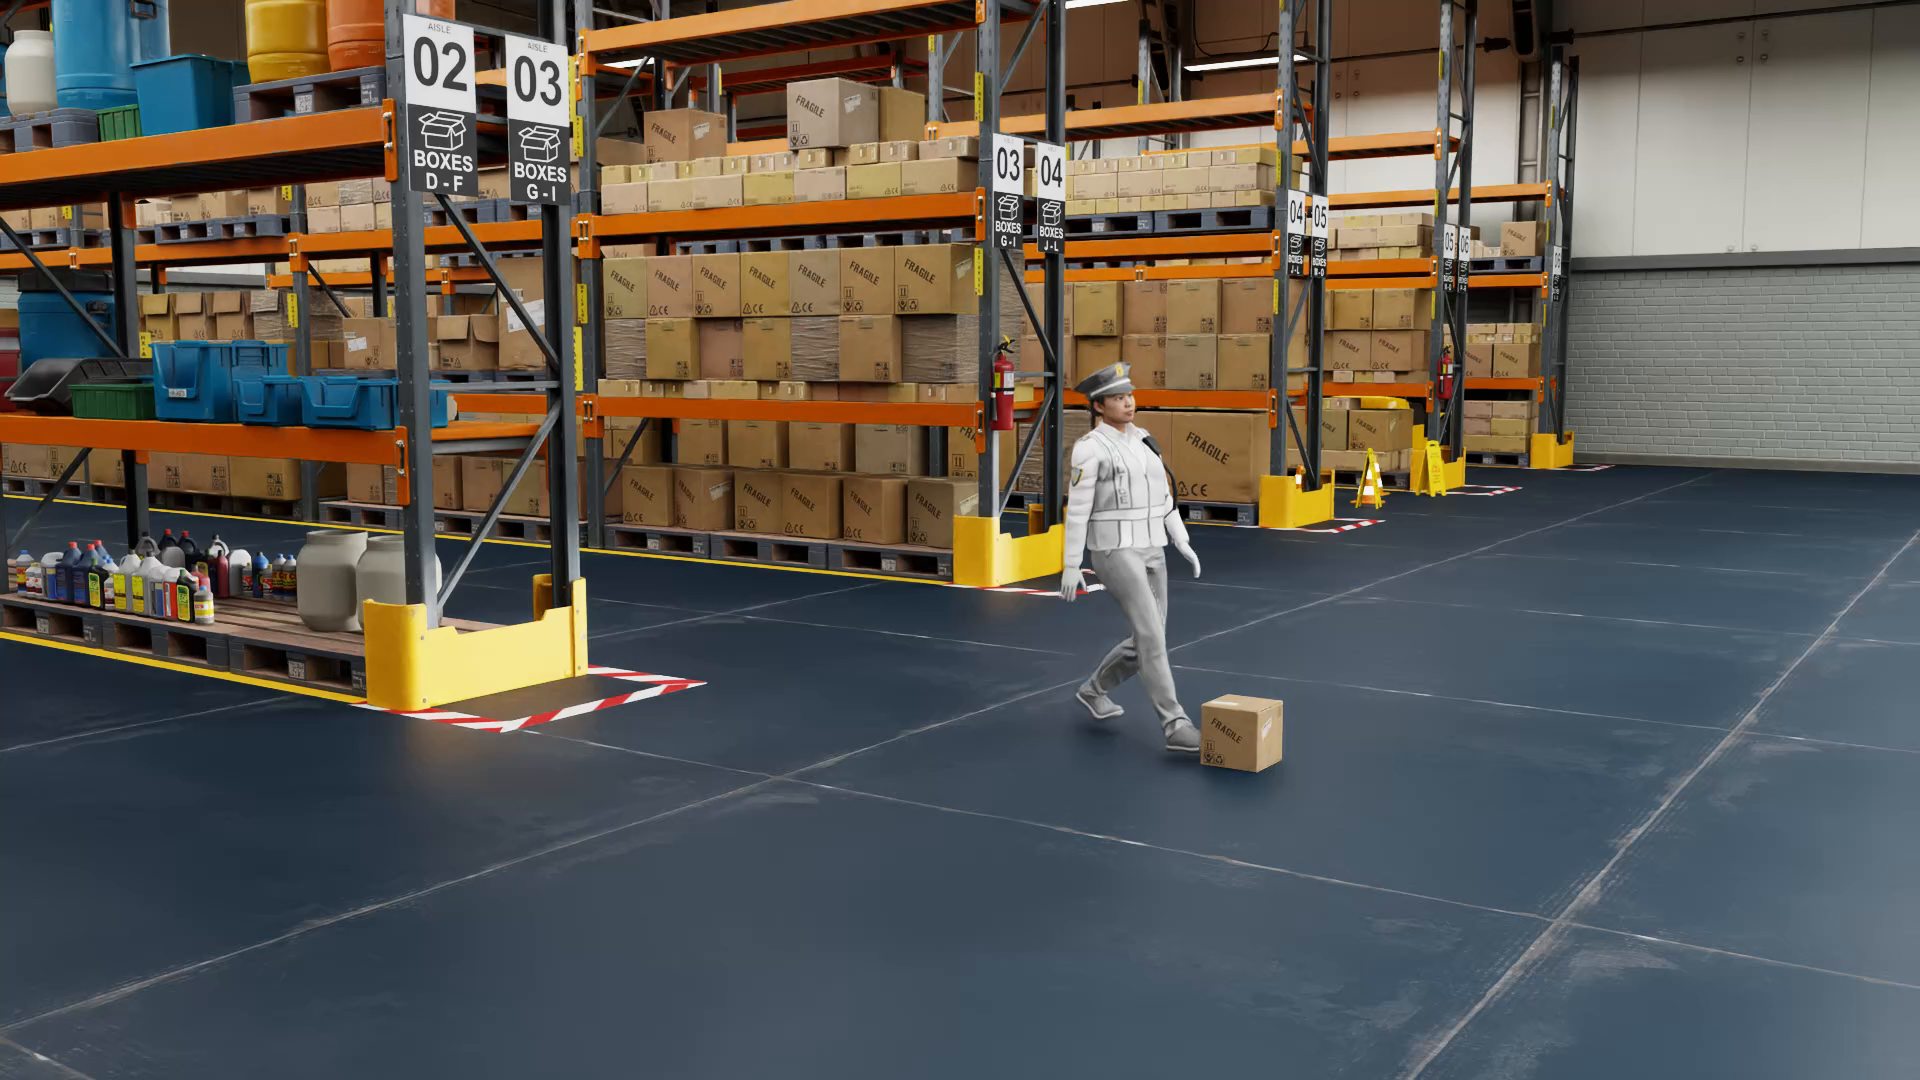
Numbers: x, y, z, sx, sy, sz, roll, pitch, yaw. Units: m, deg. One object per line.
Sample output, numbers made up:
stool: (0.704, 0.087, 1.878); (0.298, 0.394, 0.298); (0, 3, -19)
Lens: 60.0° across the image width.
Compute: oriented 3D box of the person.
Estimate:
person: (0.806, 0.056, 7.057); (0.534, 1.615, 0.897); (-6, 9, -43)
